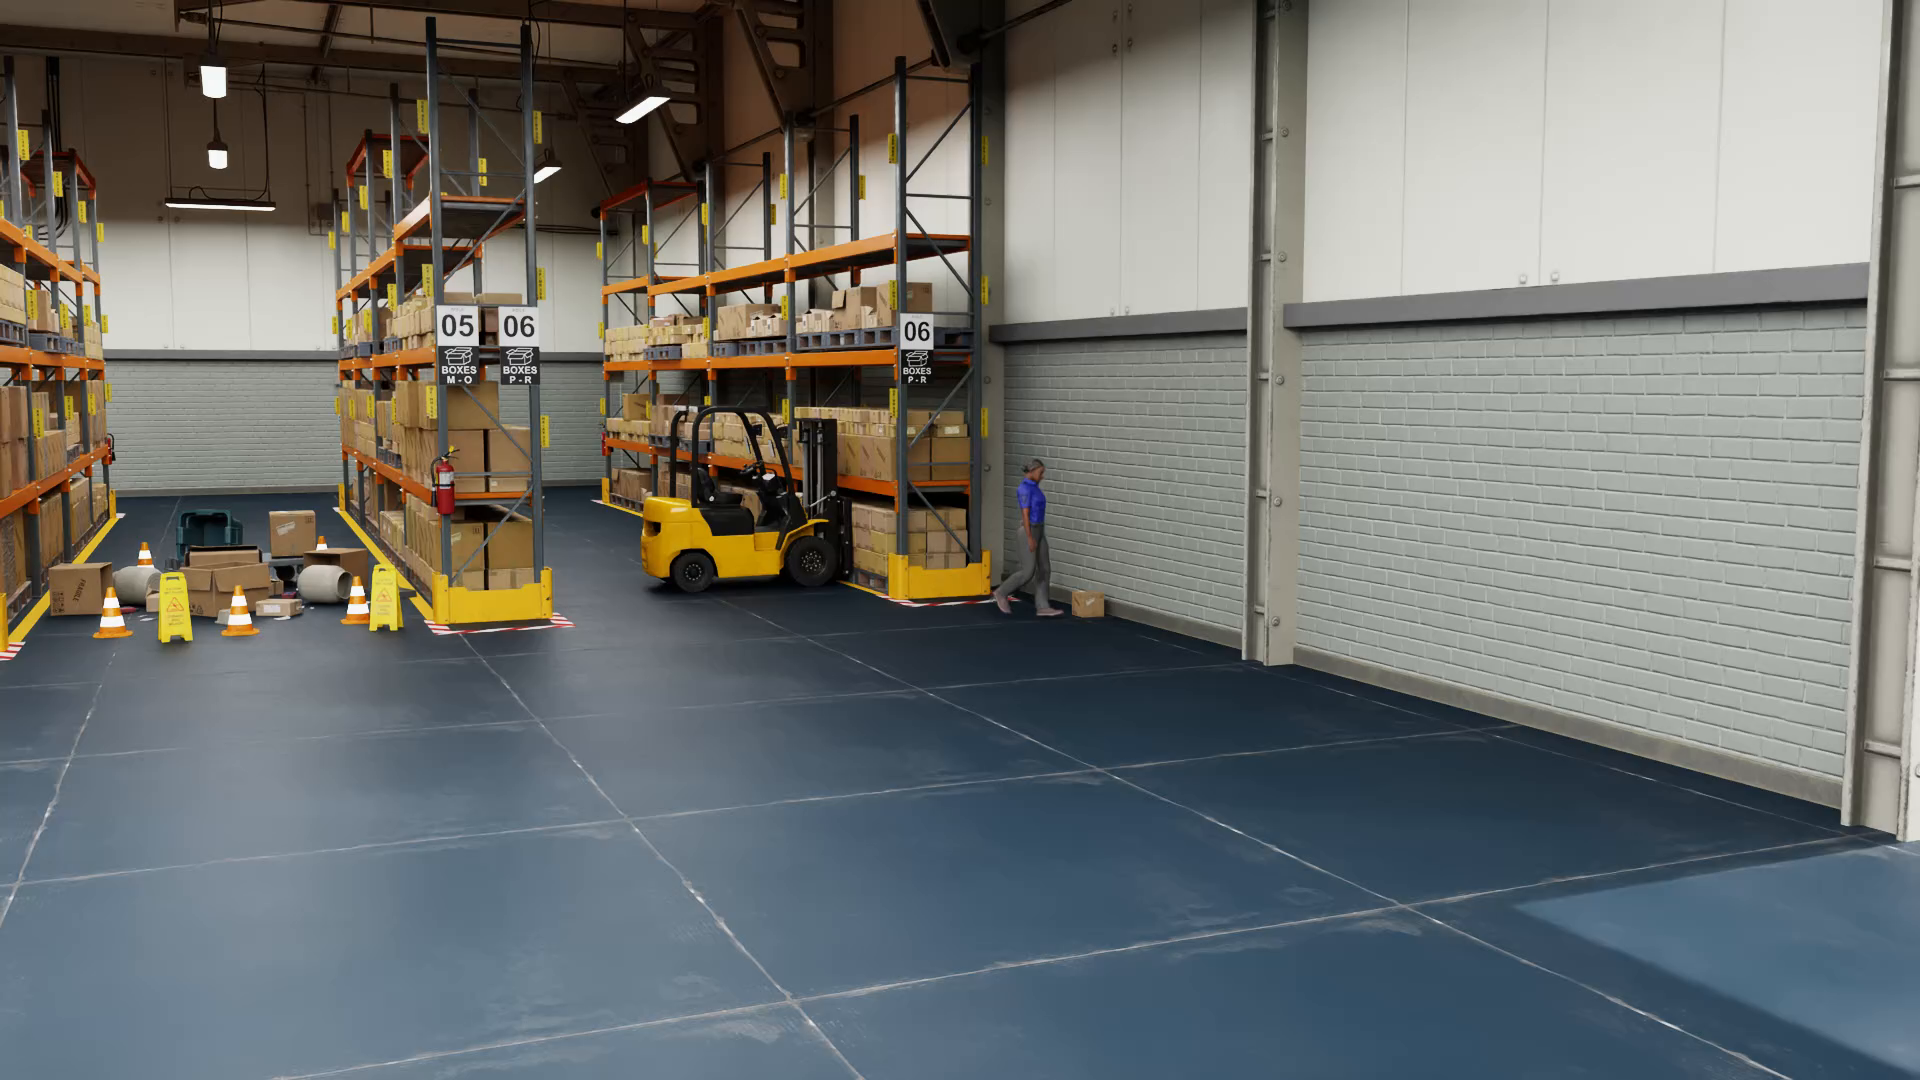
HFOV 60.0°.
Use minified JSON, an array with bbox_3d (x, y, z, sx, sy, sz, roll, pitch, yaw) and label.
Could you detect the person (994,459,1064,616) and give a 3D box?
[{"bbox_3d":[0.708,-0.020,17.184,0.721,1.631,0.485,2,6,24],"label":"person"}]
